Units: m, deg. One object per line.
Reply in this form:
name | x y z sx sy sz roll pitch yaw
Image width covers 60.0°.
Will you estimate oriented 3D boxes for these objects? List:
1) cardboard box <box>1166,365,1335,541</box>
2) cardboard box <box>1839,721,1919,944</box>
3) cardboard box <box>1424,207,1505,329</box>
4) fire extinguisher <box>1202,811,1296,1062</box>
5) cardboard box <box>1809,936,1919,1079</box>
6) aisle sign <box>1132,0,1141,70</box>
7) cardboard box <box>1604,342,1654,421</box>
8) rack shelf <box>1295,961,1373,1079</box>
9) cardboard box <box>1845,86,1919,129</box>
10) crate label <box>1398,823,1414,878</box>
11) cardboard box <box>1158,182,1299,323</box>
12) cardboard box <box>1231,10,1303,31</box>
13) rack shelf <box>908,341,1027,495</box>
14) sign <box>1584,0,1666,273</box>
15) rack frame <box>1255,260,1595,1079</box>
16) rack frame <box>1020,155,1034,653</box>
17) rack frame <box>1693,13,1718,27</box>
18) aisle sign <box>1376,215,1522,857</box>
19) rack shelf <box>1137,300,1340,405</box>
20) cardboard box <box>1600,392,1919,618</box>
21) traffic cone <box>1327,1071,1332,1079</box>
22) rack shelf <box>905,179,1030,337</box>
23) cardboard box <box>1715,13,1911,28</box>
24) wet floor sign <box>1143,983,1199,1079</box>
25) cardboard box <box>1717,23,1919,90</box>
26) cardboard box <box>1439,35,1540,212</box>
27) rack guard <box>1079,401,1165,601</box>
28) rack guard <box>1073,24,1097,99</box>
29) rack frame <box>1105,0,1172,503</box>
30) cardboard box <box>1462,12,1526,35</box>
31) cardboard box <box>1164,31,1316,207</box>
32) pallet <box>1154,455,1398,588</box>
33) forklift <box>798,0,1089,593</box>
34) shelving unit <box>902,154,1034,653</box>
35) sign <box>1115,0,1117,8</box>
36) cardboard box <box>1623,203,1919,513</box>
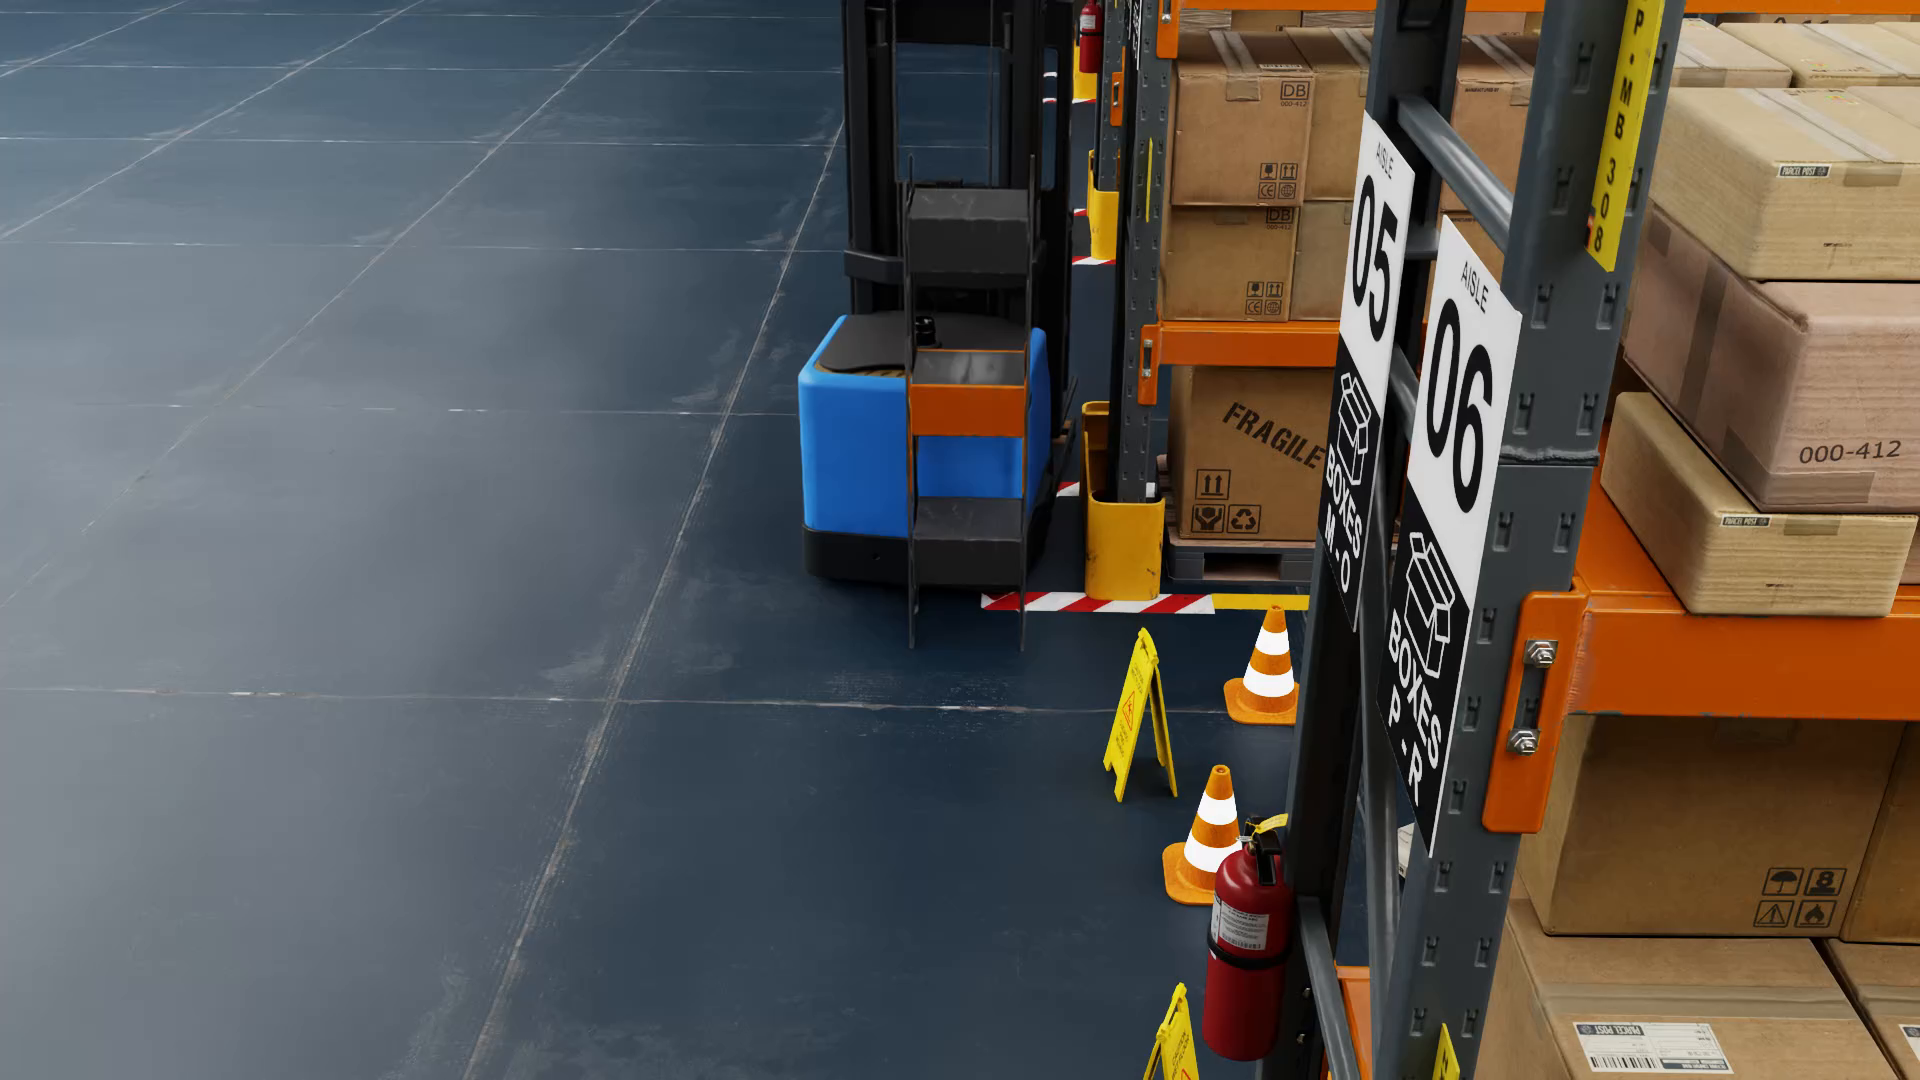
cardboard box | 1.481 -0.584 7.969 0.875 0.875 0.875 1 28 2
cardboard box | 1.751 0.302 2.986 0.500 0.500 0.700 1 28 2
cardboard box | 2.279 -1.332 7.399 0.550 0.550 0.875 1 28 2
fire extinguisher | 0.629 0.818 3.587 0.183 0.674 0.296 1 28 2
cardboard box | 1.708 0.970 2.792 0.500 0.500 0.500 2 28 3
aisle sign | 0.719 -2.327 6.661 0.004 0.787 0.394 1 28 2
cardboard box | 1.093 -0.338 2.751 0.250 0.149 0.380 1 28 2
rack shelf | 2.726 1.352 3.265 4.000 0.370 1.077 1 28 2
cardboard box | 1.327 -0.467 2.143 0.250 0.149 0.380 1 28 2
crate label | 1.690 1.128 5.976 0.298 0.136 0.250 -14 31 -24
cardboard box | 1.173 -1.399 7.526 0.550 0.550 0.875 1 28 2
cardboard box | 2.129 -3.839 11.865 0.500 0.500 0.875 1 28 2
rack shelf | 0.039 -0.519 7.016 0.480 0.518 0.431 1 28 2
sign | 0.708 -0.456 1.772 0.005 0.325 0.100 1 28 2
rack frame | 0.727 1.001 3.158 0.127 3.000 1.000 1 28 2
rack frame | 0.282 -0.526 7.000 0.015 2.100 0.400 1 28 2
rack frame | 5.074 -3.571 11.784 0.127 3.000 1.000 1 28 2
aisle sign | 0.654 -0.003 2.278 0.004 0.787 0.394 1 28 2
rack shelf | 2.799 -0.966 7.639 4.000 0.370 1.077 1 28 2
cardboard box | 1.047 -0.056 2.218 0.250 0.149 0.380 1 28 2
traffic cone | 1.202 1.525 4.878 0.334 0.463 0.336 1 28 2
rack shelf | 0.039 -1.137 6.688 0.480 0.518 0.431 1 28 2
cardboard box | 5.863 -3.943 11.397 1.000 1.000 1.000 1 28 2
wet floor sign | 0.575 1.538 4.661 0.232 0.644 0.267 11 30 19
cardboard box | 1.332 -0.676 2.536 0.250 0.149 0.380 1 28 3
cardboard box | 2.278 -1.798 7.125 0.550 0.550 0.875 1 28 2
rack guard | 0.777 -0.213 8.119 0.348 0.500 1.175 1 28 2
rack guard | 1.329 -4.872 16.907 0.348 0.500 1.175 1 28 2
rack frame | 0.801 -1.317 7.532 0.127 3.000 1.000 1 28 2
cardboard box | 3.625 -3.769 11.733 0.500 0.500 0.875 1 28 2
cardboard box | 1.170 -1.836 7.199 0.550 0.550 0.875 1 28 2
pallet | 1.603 -0.109 8.230 1.213 0.211 1.003 1 28 2
forklift | 0.034 -1.720 8.366 1.130 2.935 3.031 5 28 9
shelving unit | 0.039 -0.531 7.009 0.503 2.100 0.431 1 28 2
sign | 1.058 -3.766 11.227 0.005 0.325 0.100 1 28 2
cardboard box | 1.220 -0.256 2.170 0.500 0.250 0.500 0 28 1
